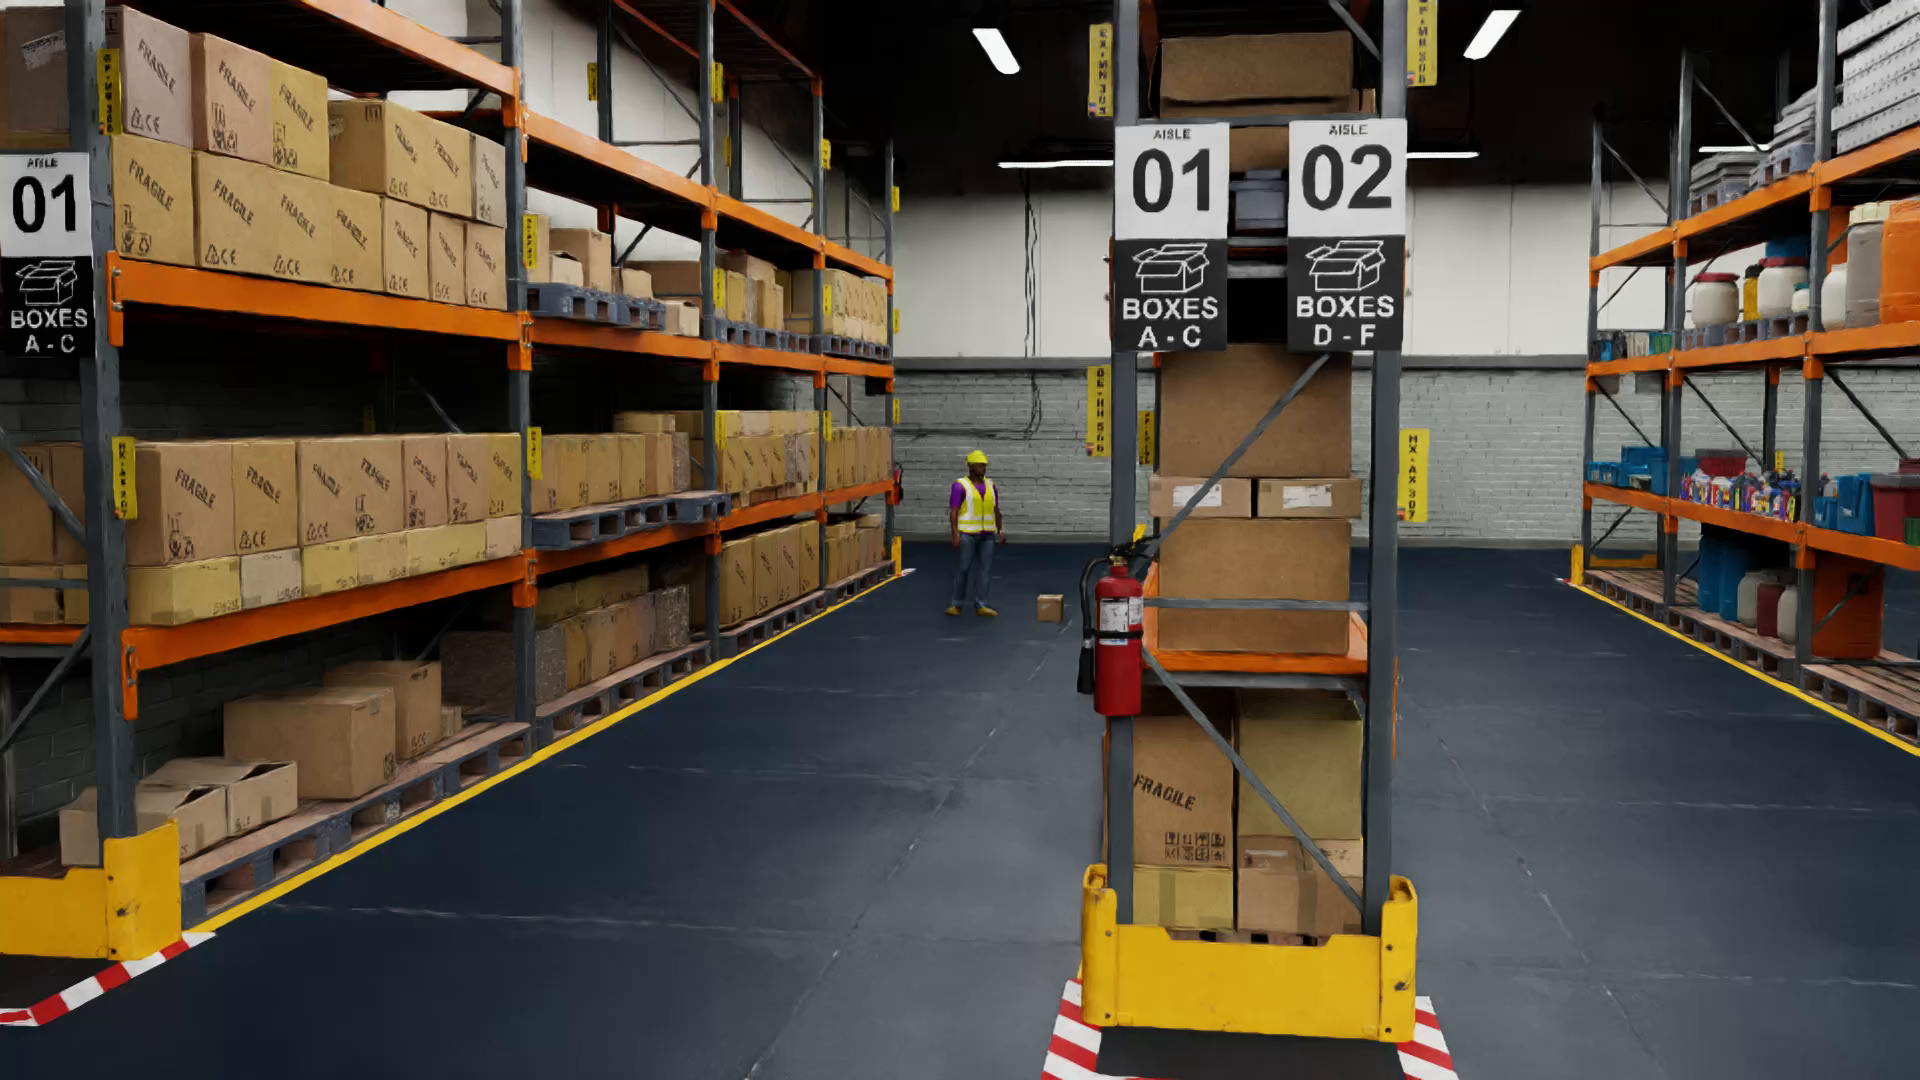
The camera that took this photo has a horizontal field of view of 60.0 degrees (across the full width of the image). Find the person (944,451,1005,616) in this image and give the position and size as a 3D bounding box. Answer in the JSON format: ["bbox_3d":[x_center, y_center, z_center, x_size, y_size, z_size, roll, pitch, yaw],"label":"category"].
[{"bbox_3d":[0.164,-0.071,17.825,0.688,1.768,0.453,-2,5,-27],"label":"person"}]
